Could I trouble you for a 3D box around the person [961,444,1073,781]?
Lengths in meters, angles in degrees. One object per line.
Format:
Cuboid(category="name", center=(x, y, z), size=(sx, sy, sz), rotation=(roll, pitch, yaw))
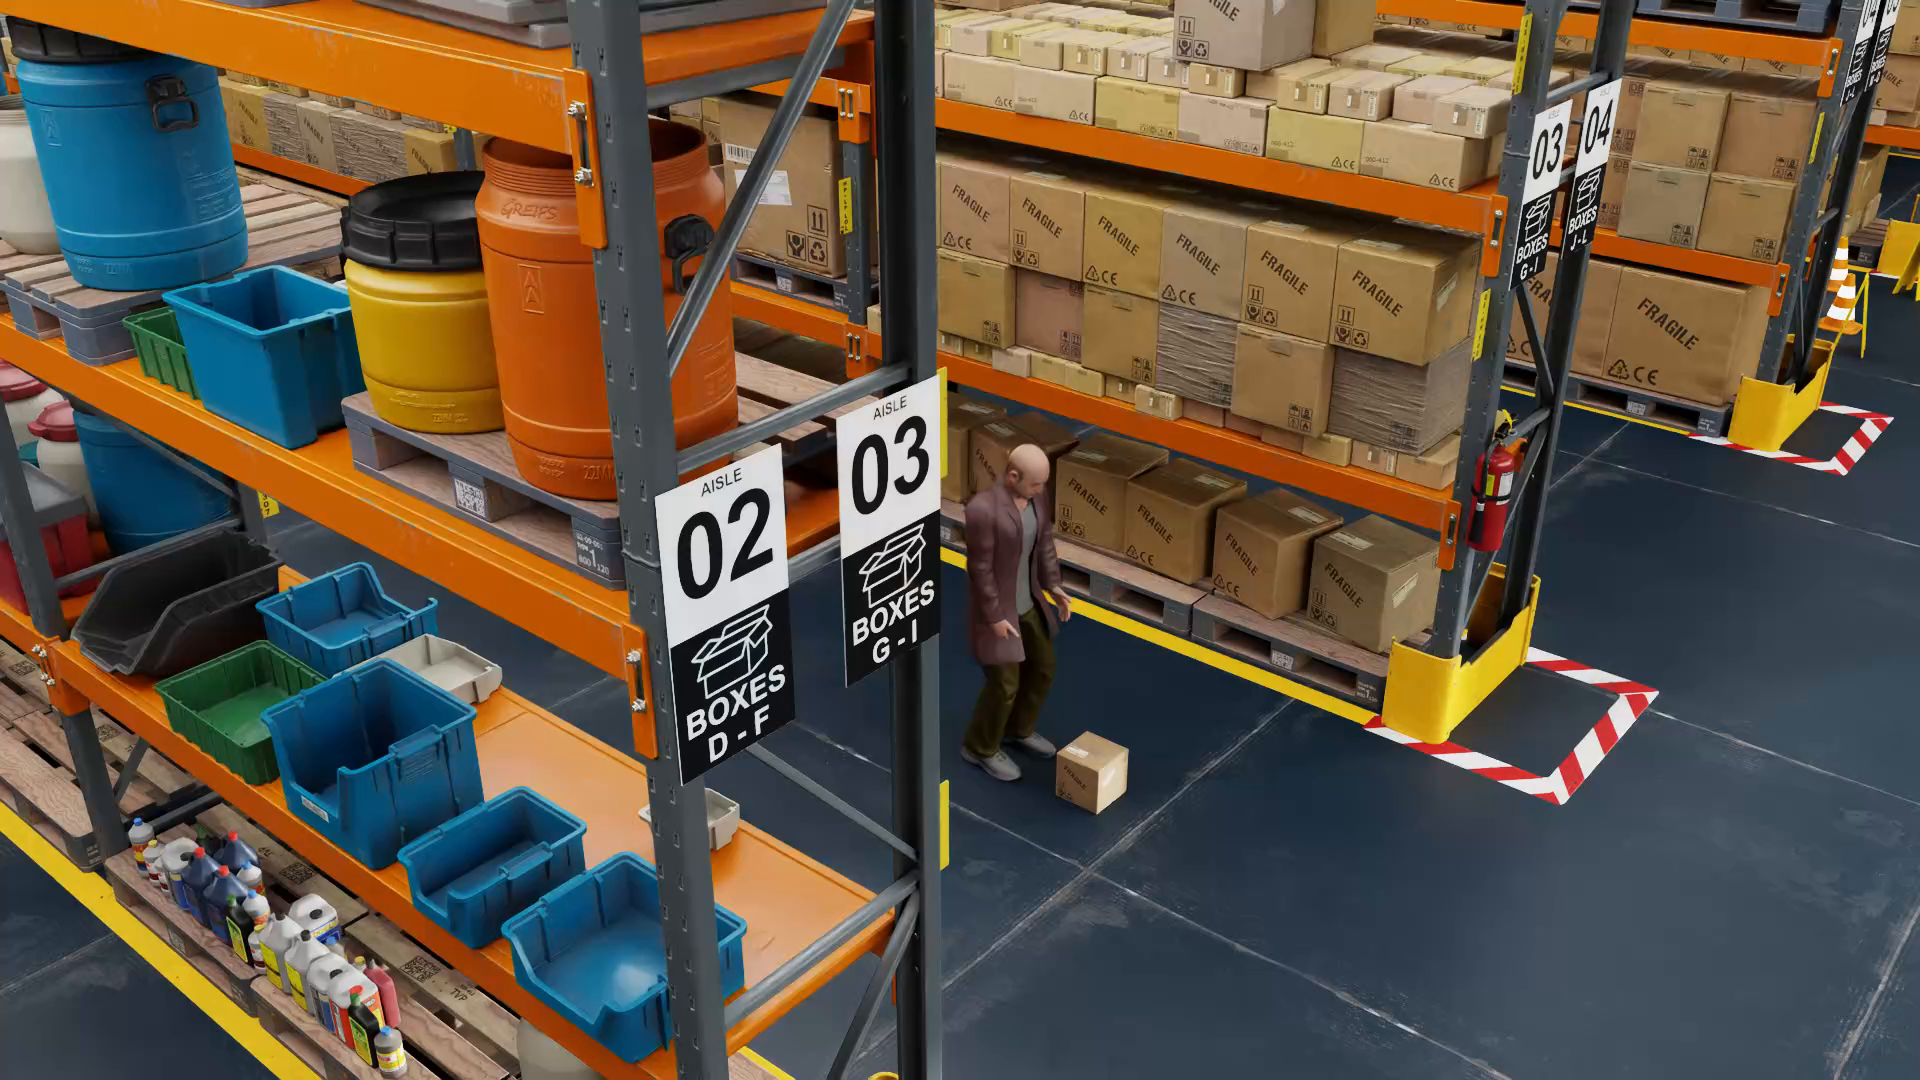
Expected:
Cuboid(category="person", center=(0.259, 0.397, 8.110), size=(0.416, 1.559, 0.587), rotation=(22, 34, 36))
